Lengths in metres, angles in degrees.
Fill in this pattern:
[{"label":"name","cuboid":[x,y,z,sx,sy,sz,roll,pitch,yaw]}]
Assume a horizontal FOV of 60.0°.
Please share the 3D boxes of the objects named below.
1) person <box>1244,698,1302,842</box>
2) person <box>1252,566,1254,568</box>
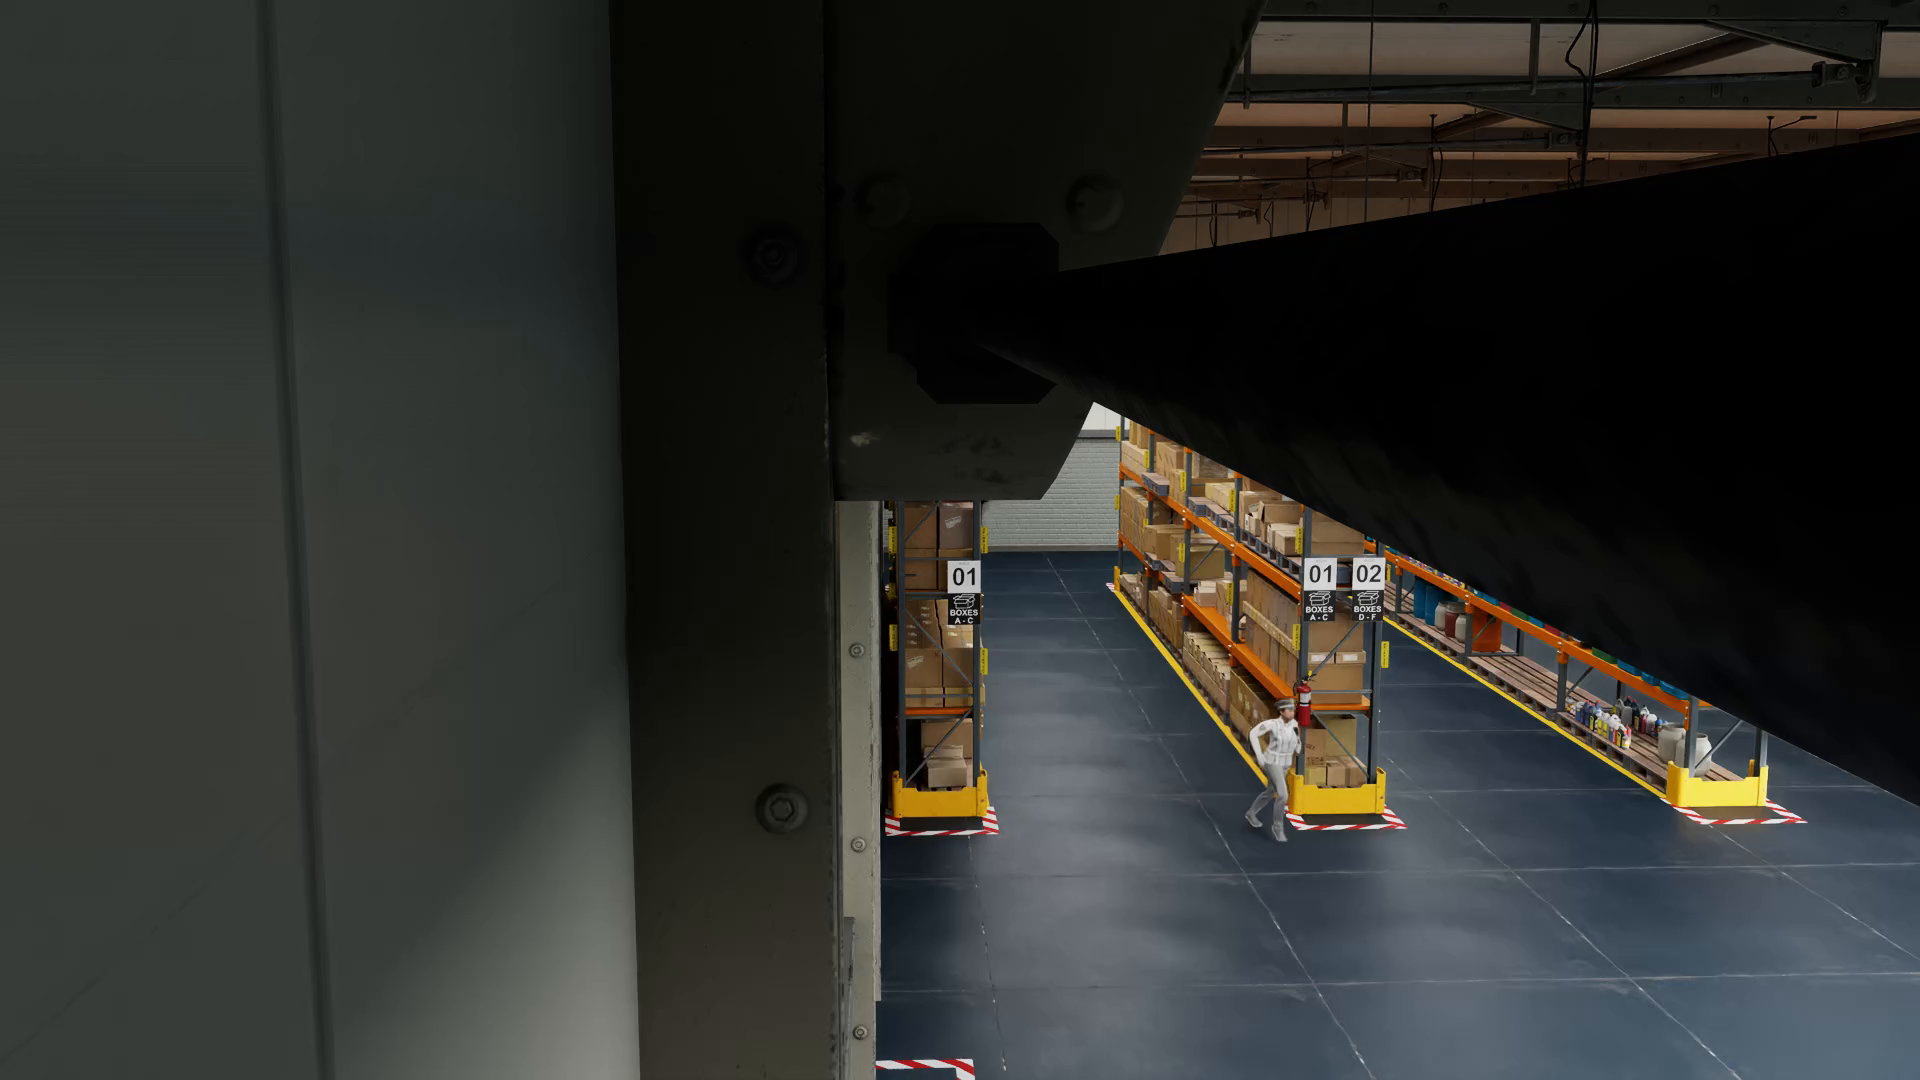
[{"label":"person","cuboid":[3.751,2.705,19.767,0.611,1.752,0.725,-6,10,-36]},{"label":"person","cuboid":[6.107,0.775,33.144,0.570,1.617,0.529,-1,8,-7]}]
